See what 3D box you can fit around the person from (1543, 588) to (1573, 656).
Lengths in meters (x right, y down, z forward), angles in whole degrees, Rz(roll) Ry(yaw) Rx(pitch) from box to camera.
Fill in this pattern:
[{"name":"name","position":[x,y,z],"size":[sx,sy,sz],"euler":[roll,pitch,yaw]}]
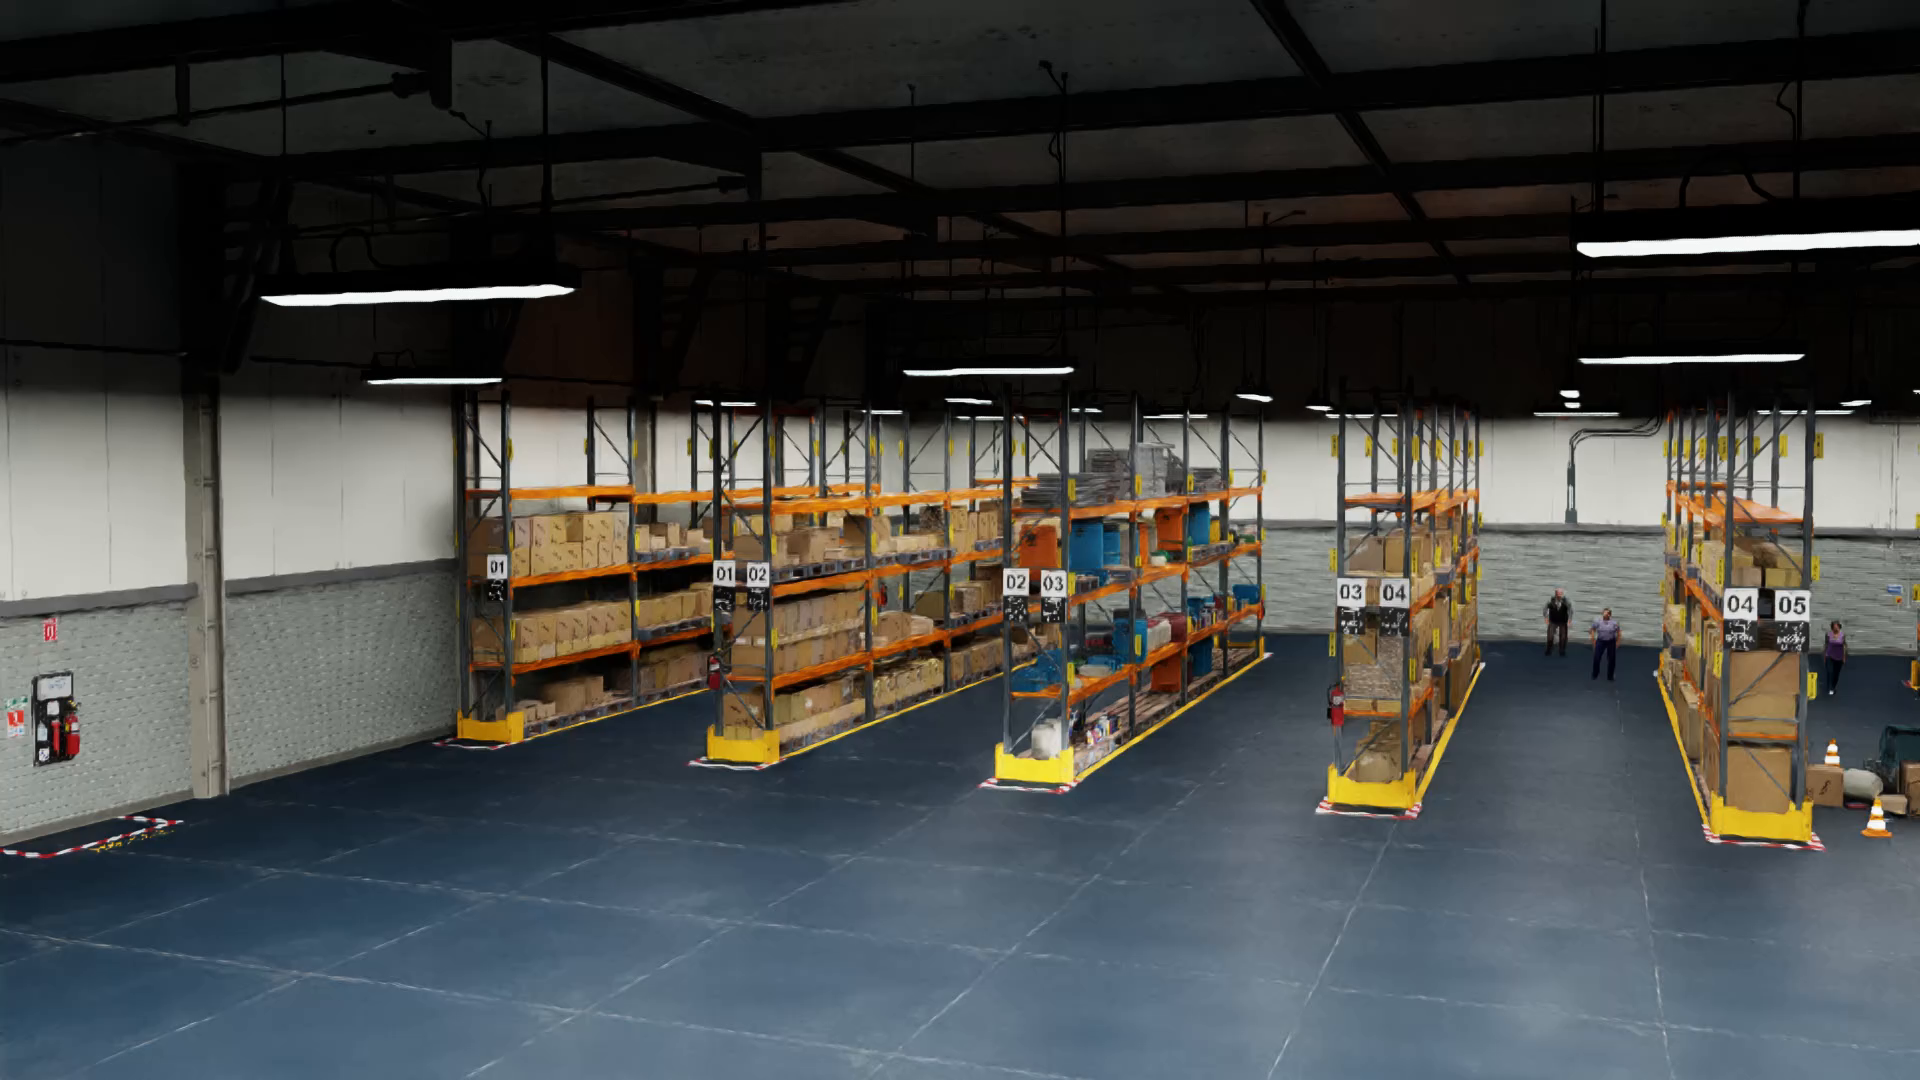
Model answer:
[{"name":"person","position":[14.376,1.971,40.004],"size":[0.663,1.674,0.534],"euler":[1,3,18]}]

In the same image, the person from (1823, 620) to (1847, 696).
[{"name":"person","position":[17.779,2.372,33.771],"size":[0.417,1.523,1.034],"euler":[1,3,19]}]

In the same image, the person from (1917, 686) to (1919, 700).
[{"name":"person","position":[15.425,2.709,26.371],"size":[0.598,1.657,0.549],"euler":[-3,4,-42]}]

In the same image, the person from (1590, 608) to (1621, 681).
[{"name":"person","position":[13.910,2.239,35.845],"size":[0.625,1.596,0.517],"euler":[1,3,18]}]
